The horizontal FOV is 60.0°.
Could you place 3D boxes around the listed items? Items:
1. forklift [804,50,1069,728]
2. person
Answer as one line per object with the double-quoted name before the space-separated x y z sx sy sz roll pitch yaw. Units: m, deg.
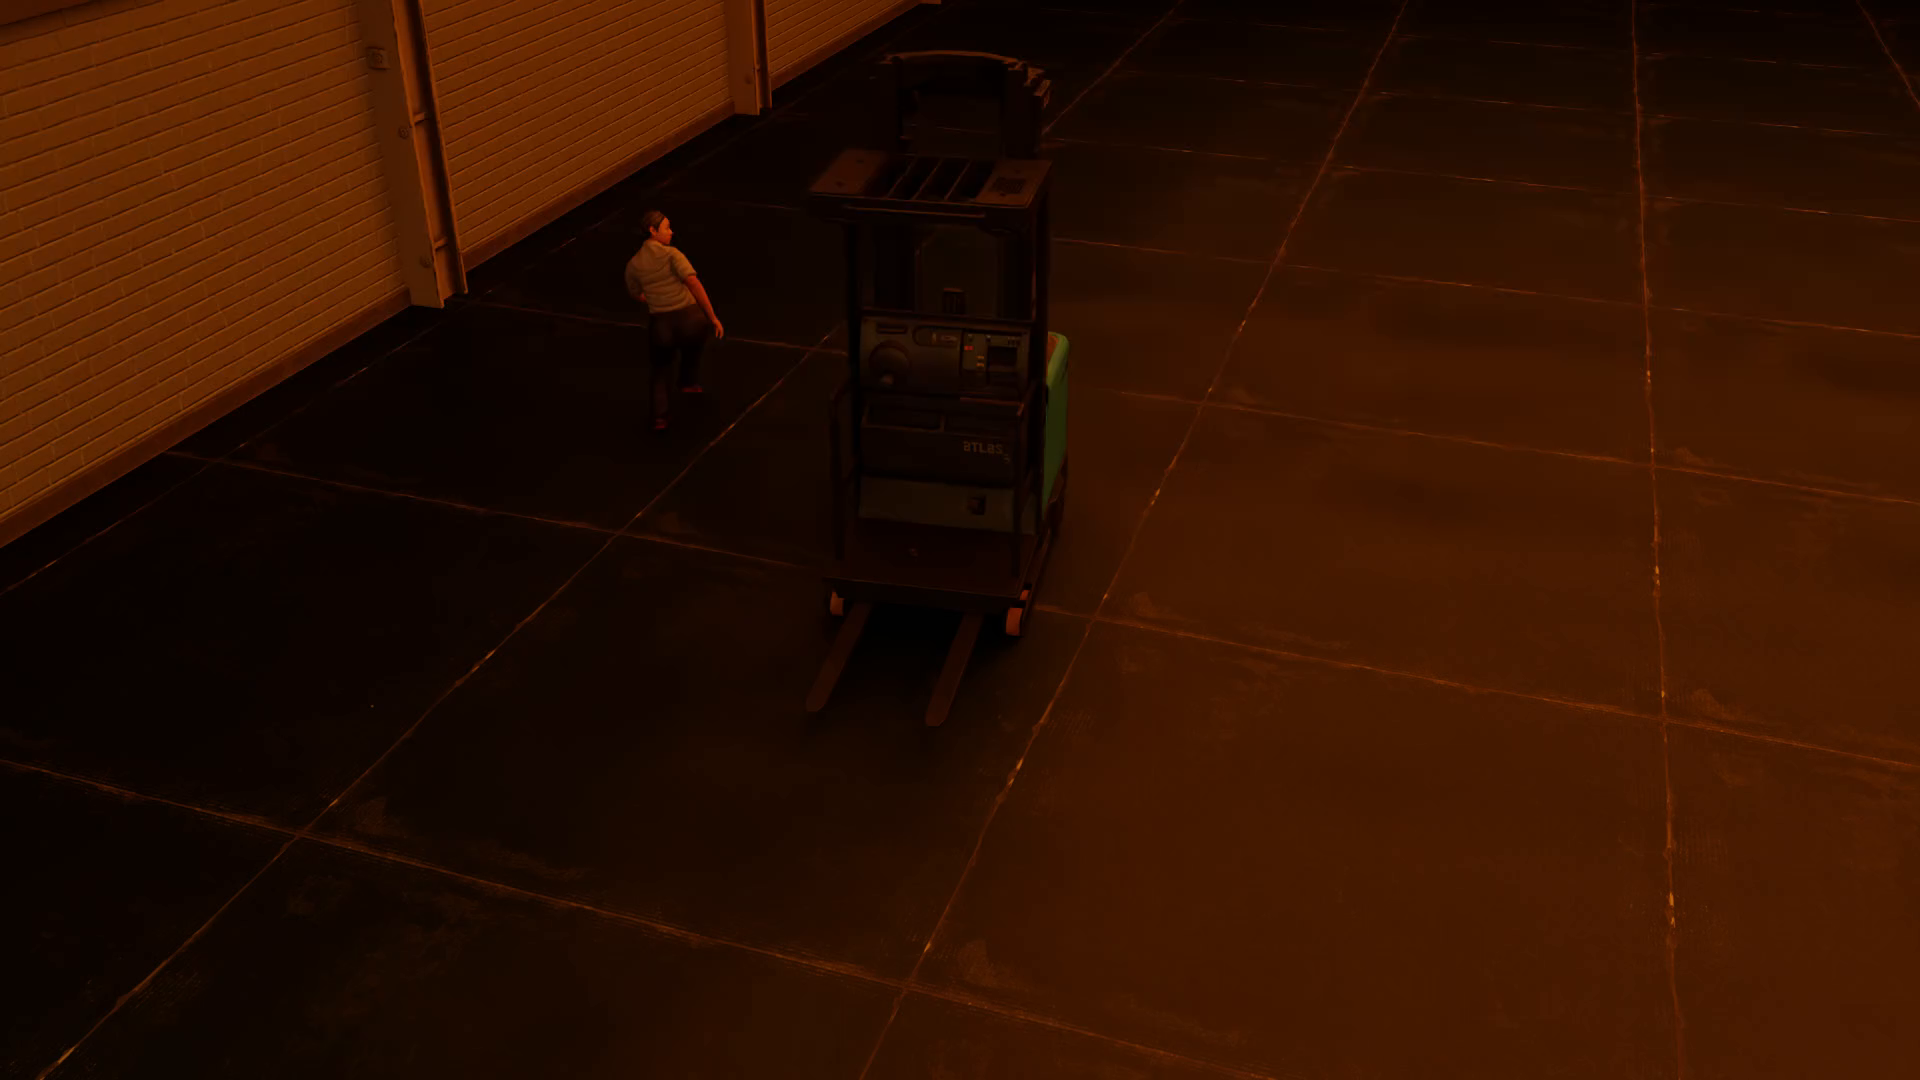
"forklift" -0.126 -0.941 8.788 1.130 2.935 3.031 6 30 10
"person" -1.897 -1.519 11.308 0.703 1.473 0.729 2 30 3
